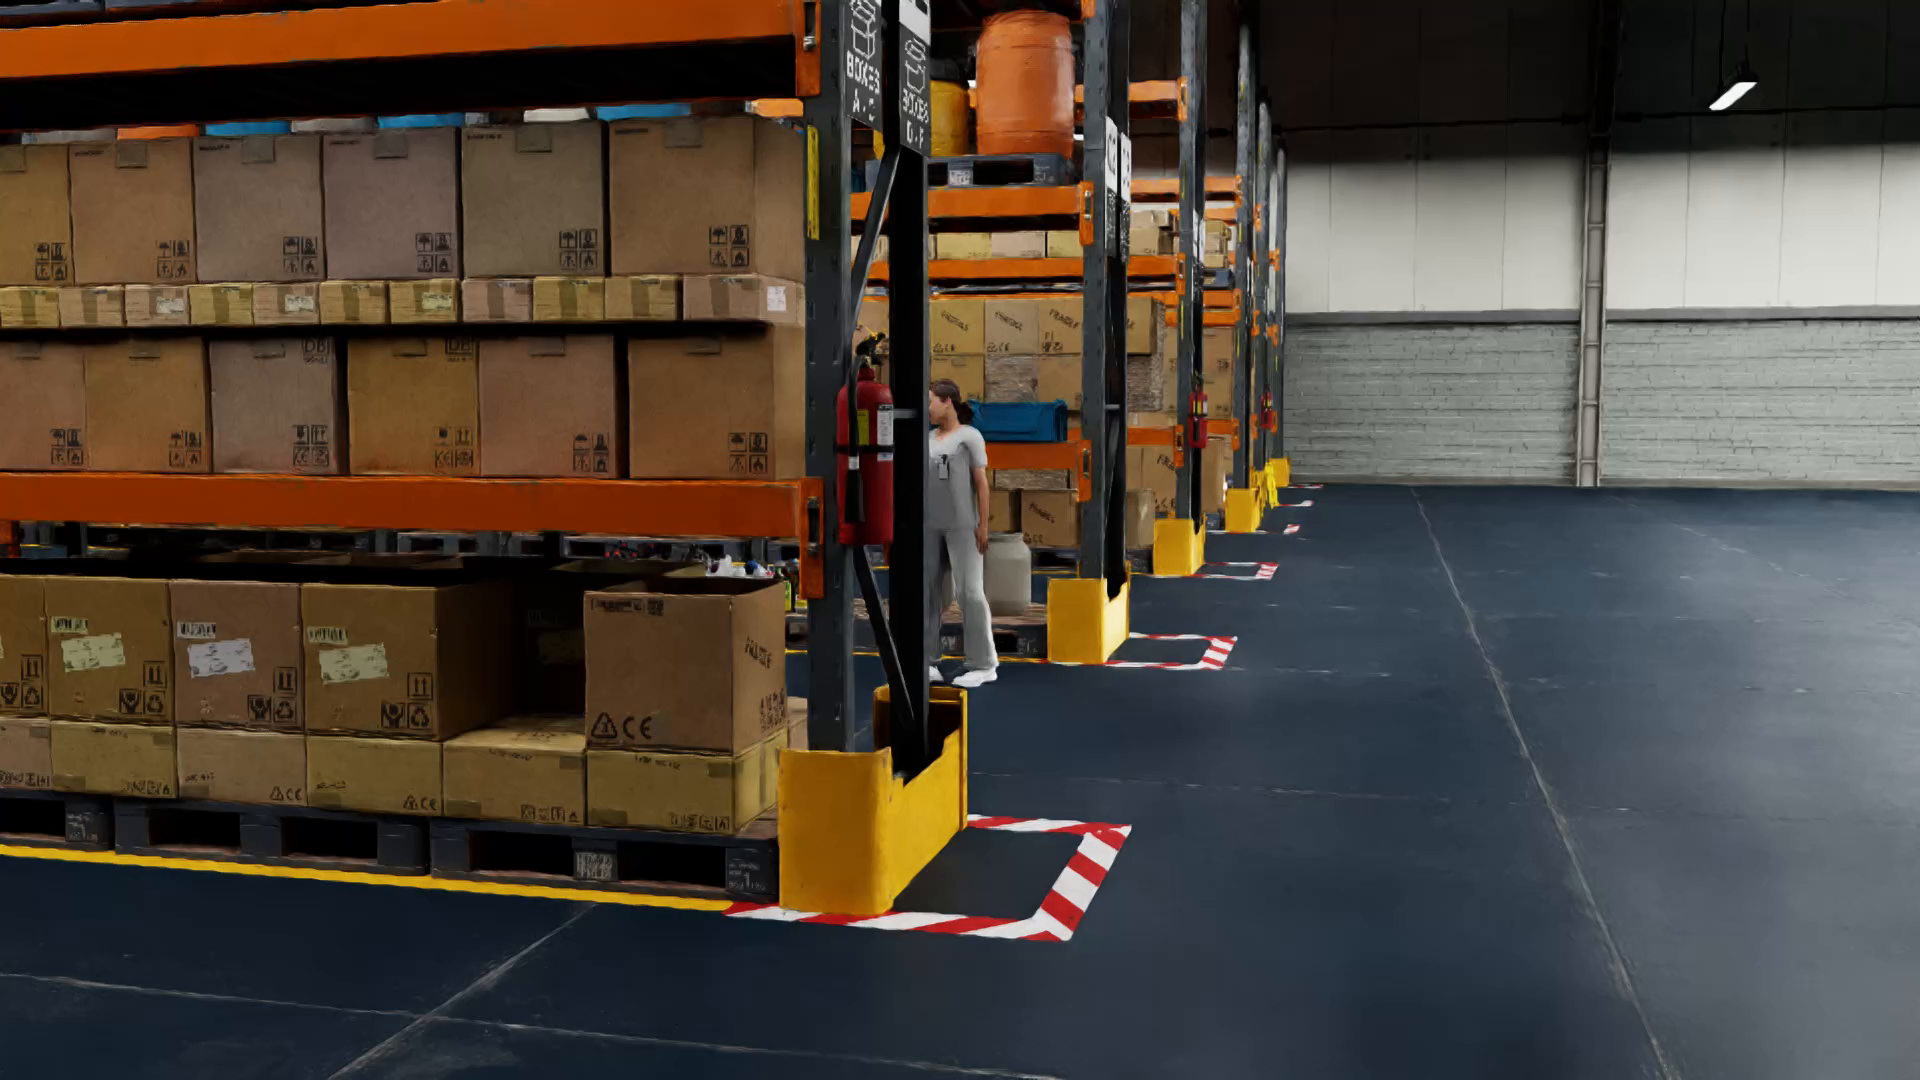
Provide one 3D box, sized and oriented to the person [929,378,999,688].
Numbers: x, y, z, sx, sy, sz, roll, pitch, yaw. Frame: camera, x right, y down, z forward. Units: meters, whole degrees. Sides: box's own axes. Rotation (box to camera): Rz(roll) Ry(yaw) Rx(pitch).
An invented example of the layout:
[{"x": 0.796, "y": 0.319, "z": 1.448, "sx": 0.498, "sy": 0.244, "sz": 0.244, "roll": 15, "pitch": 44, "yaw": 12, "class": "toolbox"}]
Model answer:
[{"x": -0.047, "y": -0.046, "z": 9.145, "sx": 0.537, "sy": 1.670, "sz": 0.397, "roll": 3, "pitch": 6, "yaw": 33, "class": "person"}]
